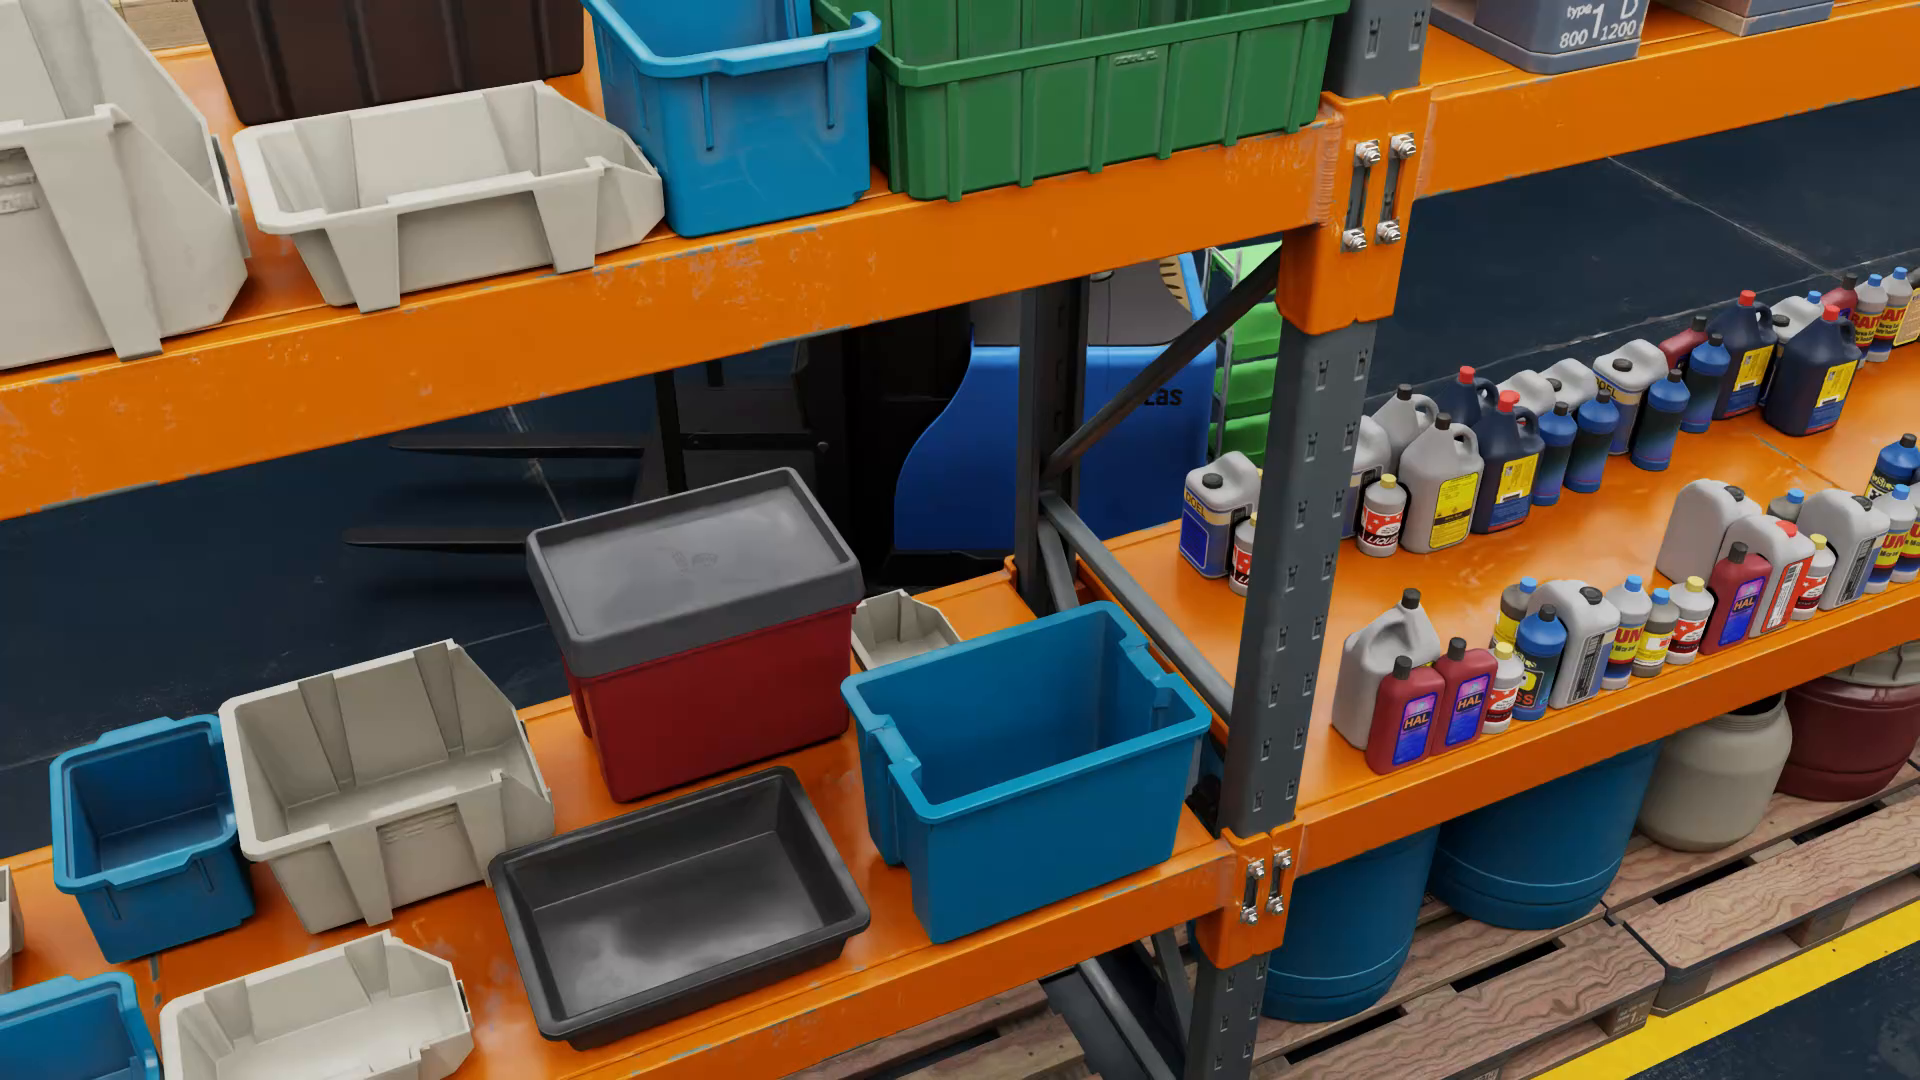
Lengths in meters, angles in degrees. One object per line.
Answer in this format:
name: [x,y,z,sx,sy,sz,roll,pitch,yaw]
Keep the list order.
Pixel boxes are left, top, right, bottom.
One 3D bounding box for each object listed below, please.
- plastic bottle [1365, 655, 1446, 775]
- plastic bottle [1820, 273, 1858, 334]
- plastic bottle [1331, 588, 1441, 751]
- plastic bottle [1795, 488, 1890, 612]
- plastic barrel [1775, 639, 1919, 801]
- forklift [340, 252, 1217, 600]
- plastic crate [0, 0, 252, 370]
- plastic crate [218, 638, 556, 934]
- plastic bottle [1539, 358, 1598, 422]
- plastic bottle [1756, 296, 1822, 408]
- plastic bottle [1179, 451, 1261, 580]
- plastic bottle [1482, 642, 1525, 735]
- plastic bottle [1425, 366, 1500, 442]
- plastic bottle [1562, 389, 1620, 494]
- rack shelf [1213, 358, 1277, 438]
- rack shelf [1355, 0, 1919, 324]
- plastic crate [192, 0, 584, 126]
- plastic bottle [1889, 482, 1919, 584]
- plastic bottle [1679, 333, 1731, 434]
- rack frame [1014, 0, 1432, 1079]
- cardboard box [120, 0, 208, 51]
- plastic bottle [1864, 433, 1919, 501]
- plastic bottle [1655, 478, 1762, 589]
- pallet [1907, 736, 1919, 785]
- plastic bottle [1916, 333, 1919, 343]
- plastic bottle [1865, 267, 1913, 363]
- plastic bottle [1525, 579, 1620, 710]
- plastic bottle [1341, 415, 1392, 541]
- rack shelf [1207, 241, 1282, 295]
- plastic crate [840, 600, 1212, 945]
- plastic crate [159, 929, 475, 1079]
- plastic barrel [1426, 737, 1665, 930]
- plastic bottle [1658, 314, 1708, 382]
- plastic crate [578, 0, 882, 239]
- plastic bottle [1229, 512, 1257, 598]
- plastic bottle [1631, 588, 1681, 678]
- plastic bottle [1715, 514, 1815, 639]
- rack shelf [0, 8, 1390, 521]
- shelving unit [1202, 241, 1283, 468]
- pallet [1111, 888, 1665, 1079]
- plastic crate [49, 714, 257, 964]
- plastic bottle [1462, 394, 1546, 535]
plastic bottle: [0.906,0.342,3.369,0.133,0.283,0.061,-16,39,-20]
plastic bottle: [2.420,-0.604,4.645,0.133,0.283,0.061,-16,39,-20]
plastic bottle: [0.886,0.253,3.432,0.185,0.351,0.144,-16,39,-20]
plastic bottle: [2.022,0.003,3.832,0.135,0.276,0.152,-16,39,-20]
plastic barrel: [2.556,0.364,4.912,0.708,0.588,0.600,-16,39,-20]
forklift: [-0.679,-1.197,5.403,3.031,2.935,1.130,0,37,0]
plastic crate: [-1.090,-0.381,1.827,0.530,0.282,0.437,-16,39,-20]
plastic crate: [-1.068,0.469,3.149,0.530,0.282,0.437,-16,39,-20]
plastic bottle: [1.522,-0.320,4.268,0.135,0.276,0.152,-16,39,-20]
plastic bottle: [2.230,-0.518,4.535,0.135,0.276,0.152,-16,39,-20]
plastic bottle: [0.612,-0.066,3.925,0.135,0.276,0.152,-16,39,-20]
plastic bottle: [1.124,0.302,3.491,0.097,0.201,0.097,0,37,0]
plastic bottle: [1.253,-0.278,4.148,0.185,0.351,0.144,-16,39,-20]
plastic bottle: [1.591,-0.256,4.185,0.097,0.271,0.097,0,37,0]
rack shelf: [1.130,-0.540,6.078,0.480,0.148,0.258,-11,38,-15]
rack shelf: [2.204,-1.264,3.522,4.000,0.370,1.077,-16,39,-20]
plastic crate: [-0.848,-0.828,2.440,0.590,0.269,0.497,-16,39,-20]
plastic bottle: [2.227,-0.034,3.886,0.097,0.271,0.097,0,37,0]
plastic bottle: [1.971,-0.422,4.409,0.097,0.271,0.097,0,37,0]
rack frame: [0.393,0.158,3.519,0.127,3.000,1.000,-16,39,-20]
cardboard box: [-2.929,-2.057,6.382,0.500,0.250,0.500,-15,39,-19]
plastic bottle: [2.254,-0.137,4.024,0.097,0.271,0.097,0,37,0]
plastic bottle: [1.747,-0.020,3.863,0.135,0.276,0.152,-16,39,-20]
pallet: [3.318,0.488,5.415,1.213,0.211,1.003,-16,39,-20]
plastic bottle: [2.829,-0.674,4.807,0.097,0.201,0.097,0,37,0]
plastic bottle: [2.620,-0.644,4.708,0.097,0.271,0.097,0,37,0]
plastic bottle: [1.305,0.204,3.562,0.135,0.276,0.152,-16,39,-20]
plastic bottle: [0.943,-0.159,4.050,0.135,0.276,0.152,-16,39,-20]
rack shelf: [1.130,-0.925,5.792,0.480,0.148,0.258,-11,38,-15]
plastic crate: [0.115,0.443,3.098,0.575,0.384,0.392,-16,39,-20]
plastic crate: [-1.056,0.843,2.767,0.466,0.136,0.293,-16,39,-20]
plastic barrel: [1.534,0.525,4.434,0.708,0.901,0.600,-16,39,-20]
plastic bottle: [1.922,-0.465,4.457,0.133,0.283,0.061,-16,39,-20]
plastic crate: [-0.295,-0.577,2.132,0.300,0.233,0.416,-16,39,-20]
plastic bottle: [0.682,0.026,3.863,0.097,0.201,0.097,0,37,0]
plastic bottle: [1.510,0.194,3.637,0.097,0.201,0.097,0,37,0]
plastic bottle: [1.812,0.062,3.753,0.135,0.276,0.152,-16,39,-20]
rack shelf: [-1.417,-0.251,2.157,4.000,0.370,1.077,-16,39,-20]
shelving unit: [1.130,-0.591,6.040,0.503,1.200,0.258,-11,38,-15]
pallet: [1.109,1.105,4.583,1.213,0.211,1.003,-16,39,-20]
plastic crate: [-1.478,0.556,3.073,0.300,0.233,0.416,-16,39,-20]
plastic bottle: [1.315,-0.200,4.043,0.185,0.351,0.144,-16,39,-20]
